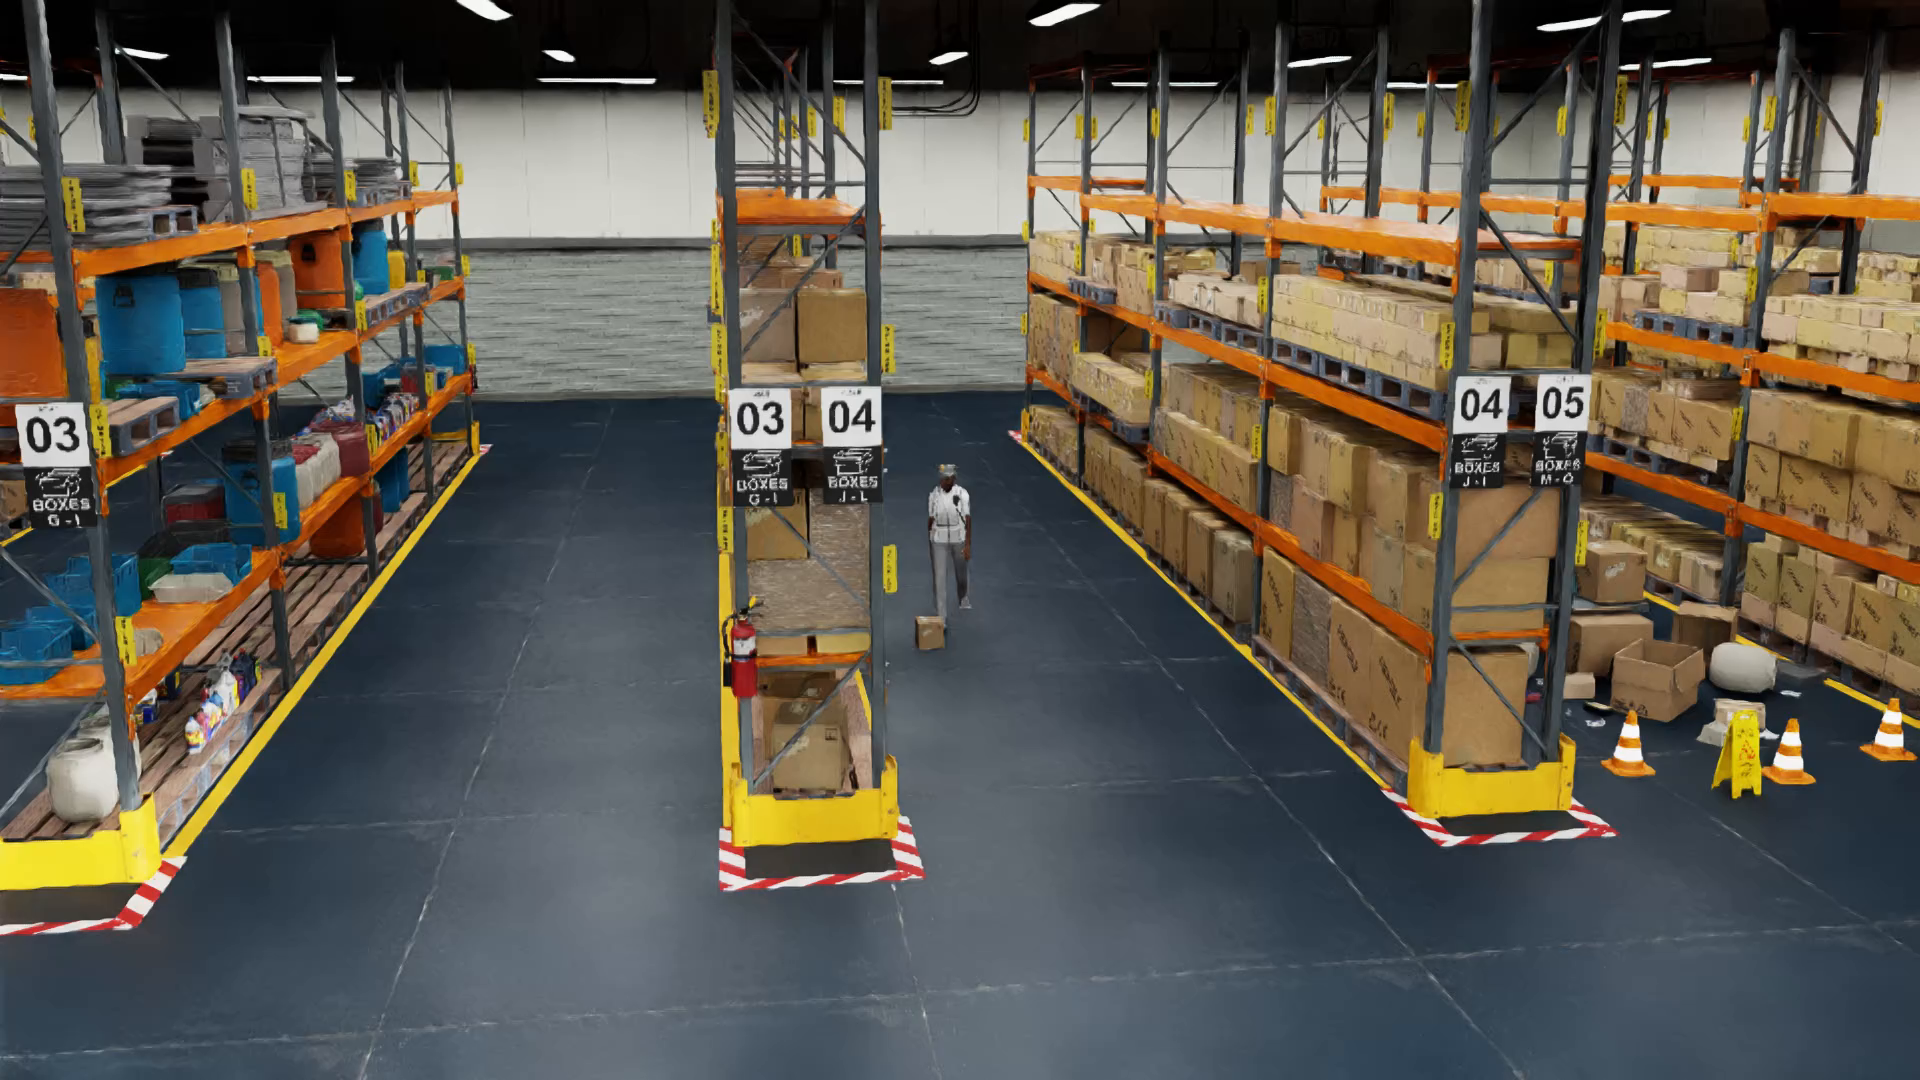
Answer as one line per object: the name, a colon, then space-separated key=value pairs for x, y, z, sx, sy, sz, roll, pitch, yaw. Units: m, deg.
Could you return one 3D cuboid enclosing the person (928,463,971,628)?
person: x=-0.105 y=0.023 z=16.866 sx=0.441 sy=1.645 sz=0.904 roll=0 pitch=13 yaw=1
